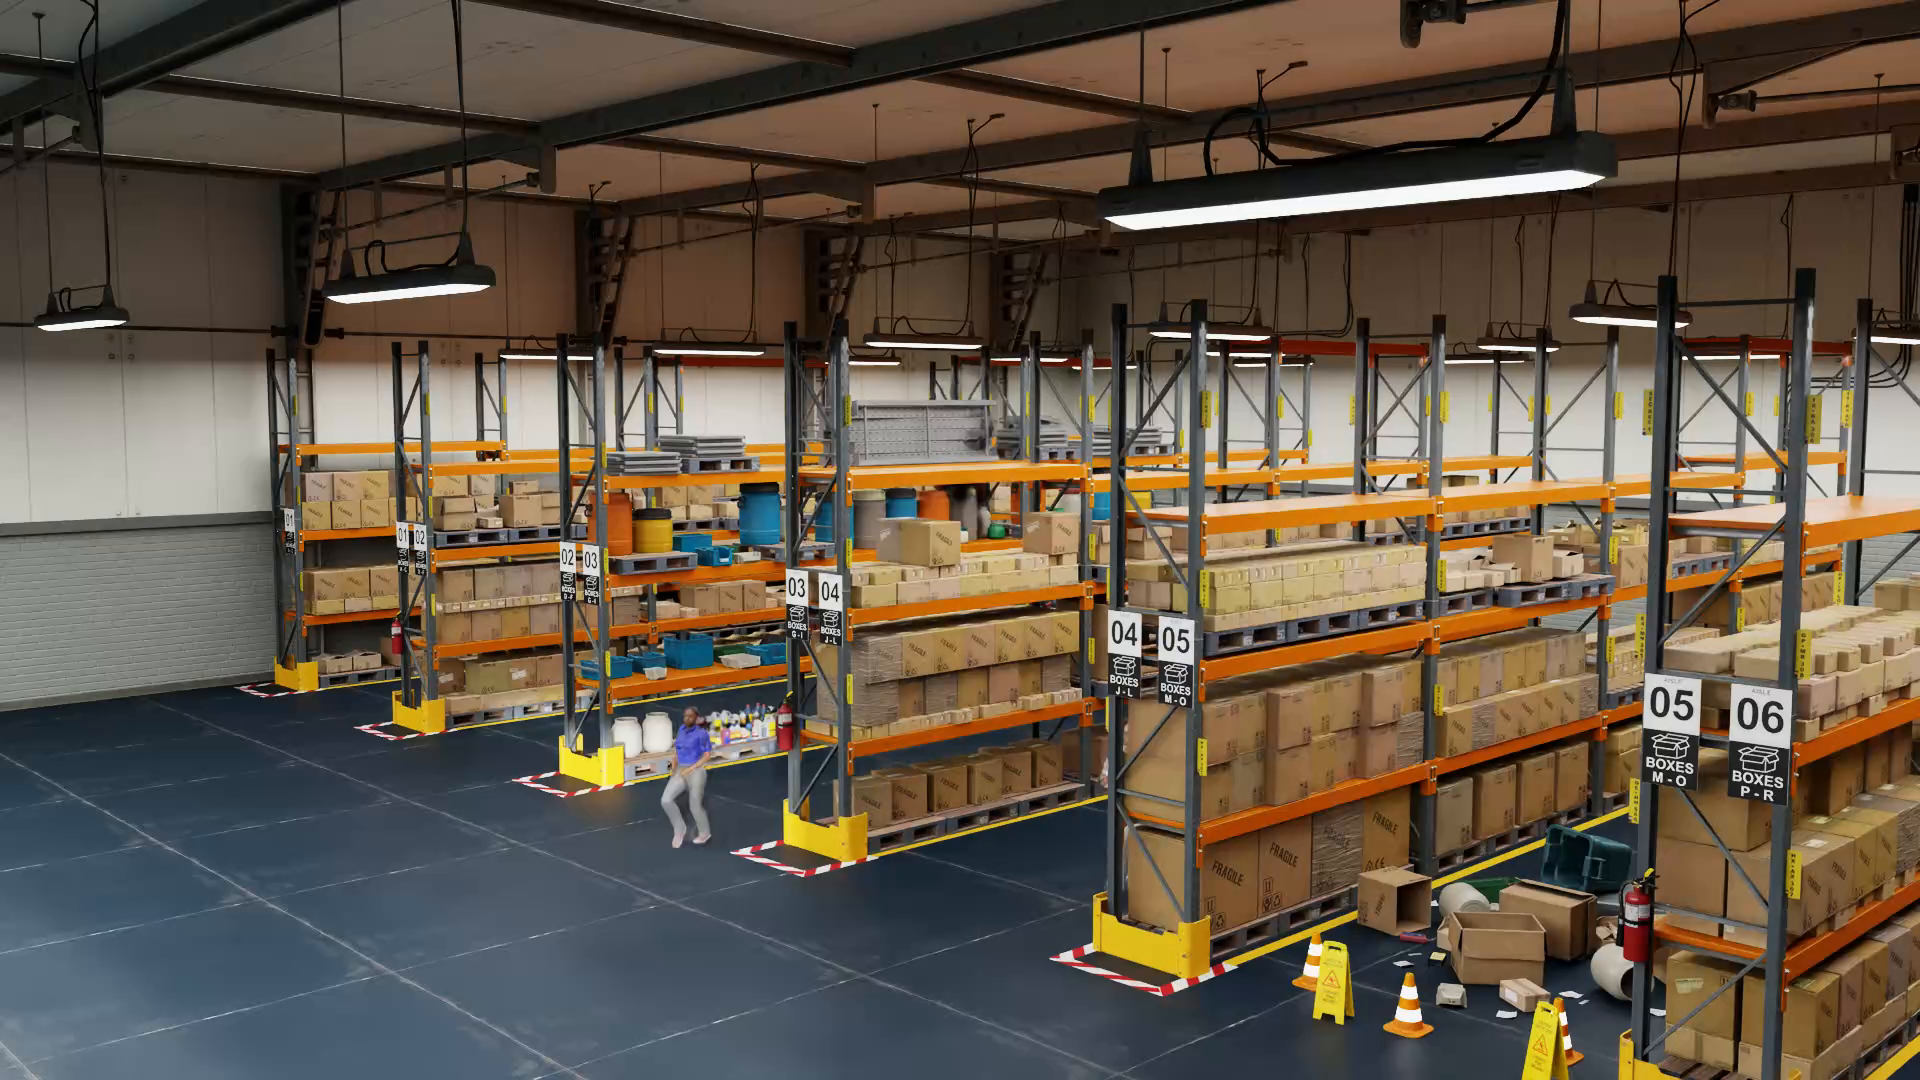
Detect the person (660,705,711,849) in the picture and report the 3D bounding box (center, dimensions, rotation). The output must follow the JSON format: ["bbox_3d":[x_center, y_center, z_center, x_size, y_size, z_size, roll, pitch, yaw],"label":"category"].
[{"bbox_3d":[-3.103,2.708,19.046,0.589,1.650,0.642,3,6,31],"label":"person"}]

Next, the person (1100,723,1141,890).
[{"bbox_3d":[1.756,2.903,17.250,0.974,1.604,0.729,-5,7,-44],"label":"person"}]

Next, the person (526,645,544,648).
[{"bbox_3d":[-7.404,1.839,28.867,0.570,1.654,0.539,4,6,39],"label":"person"}]
